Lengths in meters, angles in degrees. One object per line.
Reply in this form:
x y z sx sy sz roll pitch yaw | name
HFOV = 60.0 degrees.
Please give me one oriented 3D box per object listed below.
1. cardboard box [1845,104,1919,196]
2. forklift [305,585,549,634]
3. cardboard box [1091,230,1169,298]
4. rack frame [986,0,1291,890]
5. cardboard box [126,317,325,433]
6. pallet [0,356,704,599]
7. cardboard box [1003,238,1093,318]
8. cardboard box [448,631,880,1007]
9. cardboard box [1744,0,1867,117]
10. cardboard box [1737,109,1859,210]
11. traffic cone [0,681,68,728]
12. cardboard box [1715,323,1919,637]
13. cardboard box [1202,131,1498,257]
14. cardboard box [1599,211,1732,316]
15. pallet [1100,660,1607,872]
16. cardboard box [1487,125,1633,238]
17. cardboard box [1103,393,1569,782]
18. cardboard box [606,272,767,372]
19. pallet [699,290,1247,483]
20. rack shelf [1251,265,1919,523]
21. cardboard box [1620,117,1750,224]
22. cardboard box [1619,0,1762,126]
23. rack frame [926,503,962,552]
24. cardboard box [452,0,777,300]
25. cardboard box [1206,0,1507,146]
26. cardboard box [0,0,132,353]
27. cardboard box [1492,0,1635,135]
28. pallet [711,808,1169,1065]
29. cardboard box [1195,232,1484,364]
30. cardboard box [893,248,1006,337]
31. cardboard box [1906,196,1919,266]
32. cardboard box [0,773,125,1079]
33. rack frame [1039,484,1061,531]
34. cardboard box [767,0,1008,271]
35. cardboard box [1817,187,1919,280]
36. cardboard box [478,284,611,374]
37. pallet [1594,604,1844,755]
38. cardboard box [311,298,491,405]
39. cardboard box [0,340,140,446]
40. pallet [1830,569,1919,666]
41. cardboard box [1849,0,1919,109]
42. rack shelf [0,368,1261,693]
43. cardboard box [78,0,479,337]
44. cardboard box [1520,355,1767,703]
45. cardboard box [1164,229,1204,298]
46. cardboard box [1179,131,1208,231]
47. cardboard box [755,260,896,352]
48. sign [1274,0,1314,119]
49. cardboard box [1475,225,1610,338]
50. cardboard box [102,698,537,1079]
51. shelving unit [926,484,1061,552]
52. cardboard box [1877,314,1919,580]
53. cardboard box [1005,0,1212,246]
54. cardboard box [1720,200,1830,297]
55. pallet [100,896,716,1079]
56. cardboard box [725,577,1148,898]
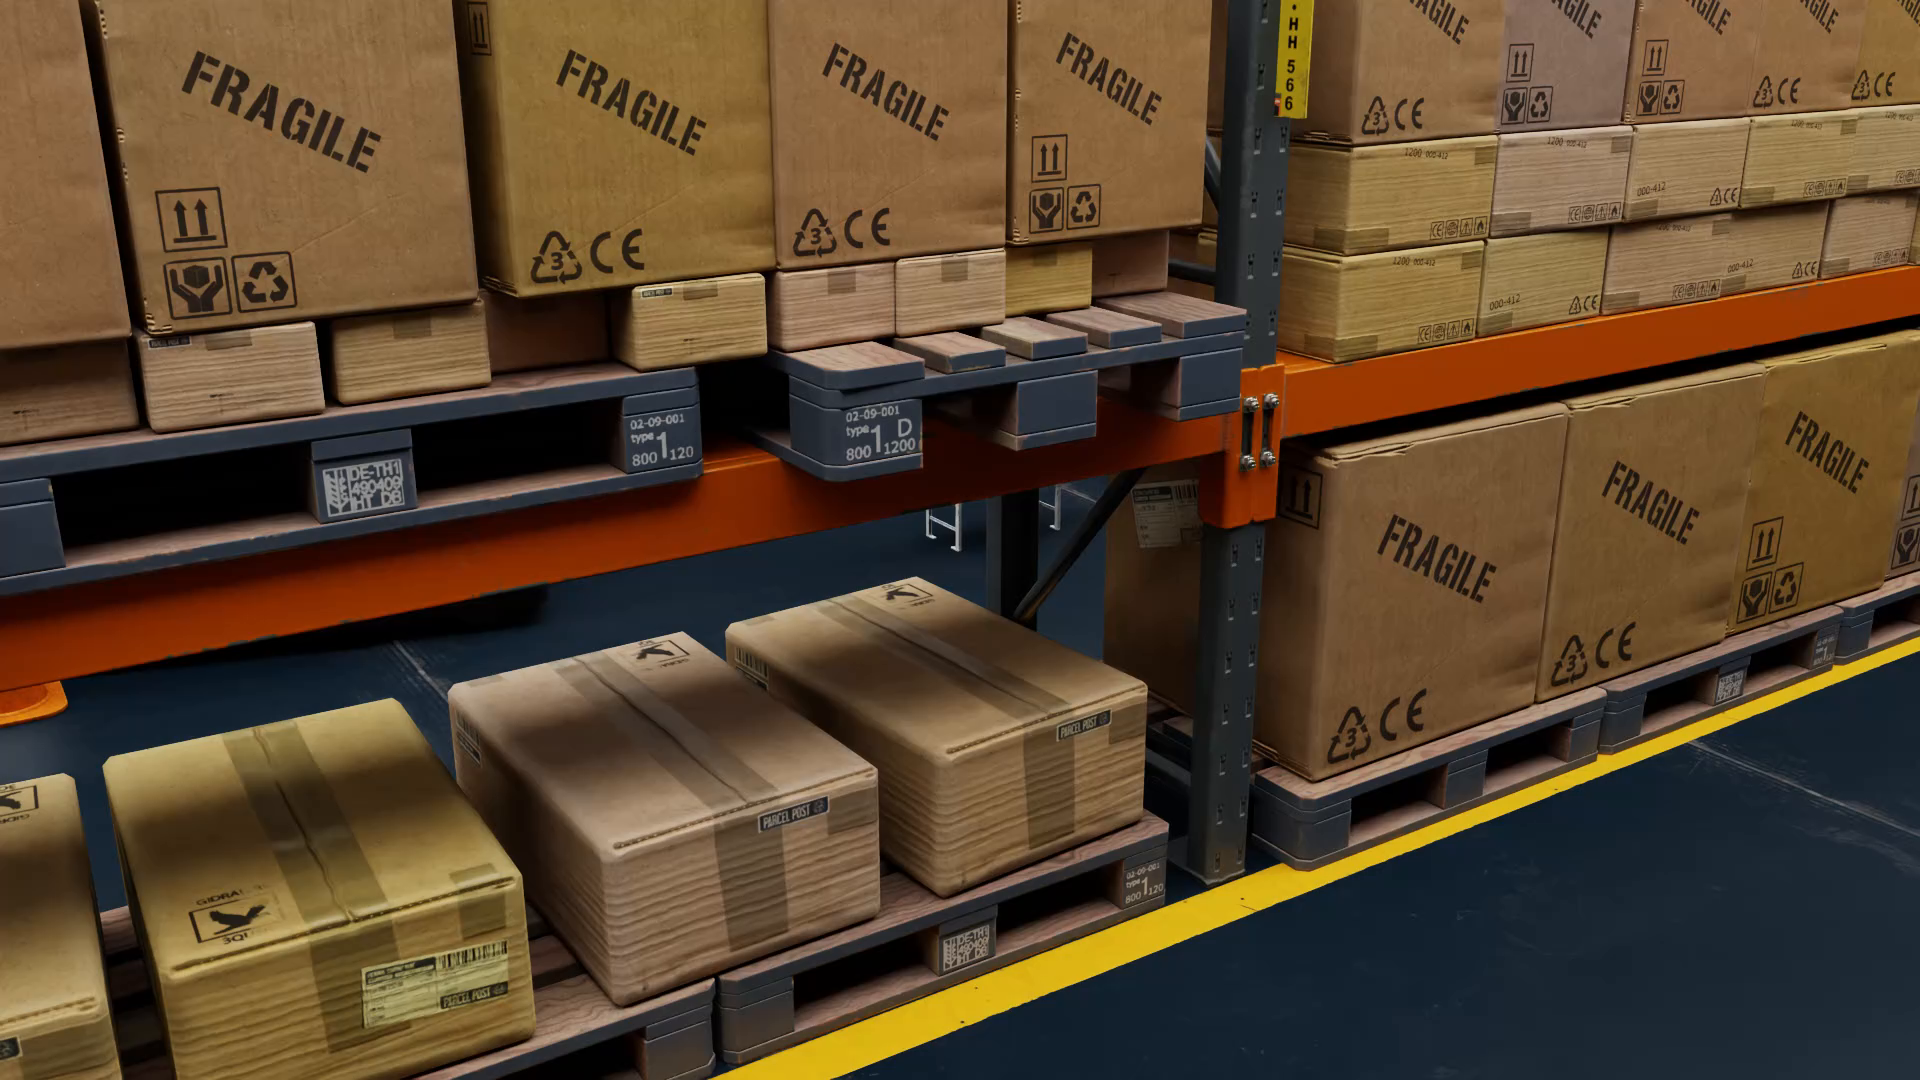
2.662 -1.236 5.171 0.500 0.250 0.500 -11 22 -30 | cardboard box
-3.038 -1.106 5.440 3.031 2.935 1.130 -6 20 -16 | forklift
0.254 -0.651 3.722 0.250 0.149 0.380 -11 22 -29 | cardboard box
0.398 -0.691 4.106 0.127 3.000 1.000 -12 22 -31 | rack frame
-1.203 -0.302 2.690 0.250 0.149 0.380 -11 22 -29 | cardboard box
-1.233 -0.241 3.073 1.213 0.211 1.003 -12 22 -31 | pallet
0.070 -0.584 3.525 0.250 0.149 0.380 -12 22 -31 | cardboard box
-0.691 0.584 3.783 0.625 0.372 0.950 -12 22 -32 | cardboard box
2.217 -1.499 4.777 0.500 0.500 0.500 -12 22 -31 | cardboard box
2.243 -1.141 4.891 0.500 0.250 0.500 -11 22 -30 | cardboard box
-2.985 0.304 5.124 0.334 0.463 0.336 -12 22 -31 | traffic cone
2.515 -0.297 5.600 0.875 0.875 0.875 -11 22 -30 | cardboard box
0.957 -0.880 4.119 0.500 0.250 0.500 -12 22 -32 | cardboard box
1.806 -0.825 4.736 0.500 0.250 0.500 -11 22 -30 | cardboard box
1.098 0.511 4.904 1.213 0.211 1.003 -12 22 -31 | pallet
1.389 -0.971 4.387 0.500 0.250 0.500 -11 22 -30 | cardboard box
1.021 0.017 4.673 0.875 0.875 0.875 -12 22 -32 | cardboard box
-0.553 -0.433 3.079 0.250 0.149 0.380 -11 22 -30 | cardboard box
-0.138 -0.446 3.681 1.003 0.211 1.213 -12 22 -31 | pallet
2.068 -0.703 5.263 4.000 0.370 1.077 -12 22 -31 | rack shelf
1.812 -1.056 4.637 0.500 0.250 0.500 -12 22 -32 | cardboard box
1.794 -1.411 4.517 0.500 0.500 0.500 -11 22 -30 | cardboard box
-0.066 -0.555 6.512 0.015 1.200 0.240 -12 22 -31 | rack frame
-0.675 -0.741 2.977 0.500 0.500 0.500 -14 23 -35 | cardboard box
0.945 -1.234 3.994 0.500 0.500 0.500 -13 22 -33 | cardboard box
-1.555 -0.552 2.417 0.500 0.500 0.500 -12 22 -32 | cardboard box
1.353 -1.324 4.260 0.500 0.500 0.500 -12 22 -31 | cardboard box
-0.255 0.767 4.147 1.213 0.211 1.003 -12 22 -31 | pallet
0.945 -0.639 4.186 0.500 0.250 0.500 -12 22 -32 | cardboard box
-0.116 -0.528 3.359 0.250 0.149 0.380 -12 22 -32 | cardboard box
3.077 -1.089 5.517 0.500 0.250 0.500 -12 22 -32 | cardboard box
-1.907 0.839 3.028 0.625 0.372 0.950 -10 21 -28 | cardboard box
0.342 -0.641 6.766 0.015 1.200 0.240 -12 22 -31 | rack frame
-0.254 -0.830 3.240 0.500 0.500 0.500 -12 22 -32 | cardboard box
2.645 -1.005 5.269 0.500 0.250 0.500 -13 22 -33 | cardboard box
-0.832 -0.423 3.048 0.250 0.149 0.380 -12 22 -31 | cardboard box
2.116 0.297 5.536 1.213 0.211 1.003 -12 22 -31 | pallet
-0.997 -0.357 2.852 0.250 0.149 0.380 -13 22 -33 | cardboard box
-1.454 -0.269 2.593 0.250 0.149 0.380 -12 22 -31 | cardboard box
3.136 0.081 6.175 1.213 0.211 1.003 -12 22 -31 | pallet
2.642 -1.594 5.059 0.500 0.500 0.500 -11 22 -30 | cardboard box
-1.272 0.002 3.179 4.000 0.370 1.077 -12 22 -31 | rack shelf
-1.132 -0.645 2.693 0.500 0.500 0.500 -13 23 -34 | cardboard box
1.768 -0.139 5.135 0.875 0.875 0.875 -12 22 -31 | cardboard box
0.678 -0.779 4.599 0.500 0.250 0.500 -13 23 -33 | cardboard box
0.663 -1.010 4.504 0.500 0.250 0.500 -12 22 -32 | cardboard box
-0.331 -0.485 3.234 0.250 0.149 0.380 -13 23 -34 | cardboard box
0.704 -1.059 3.509 0.005 0.325 0.100 -12 22 -31 | sign
1.364 -0.734 4.468 0.500 0.250 0.500 -13 22 -33 | cardboard box
-1.328 0.716 3.392 0.625 0.372 0.950 -11 22 -30 | cardboard box
0.138 -0.598 6.639 0.503 1.200 0.258 -12 22 -31 | shelving unit
3.265 -0.458 6.077 0.875 0.875 0.875 -11 22 -30 | cardboard box
0.171 -0.924 3.519 0.500 0.500 0.500 -13 22 -33 | cardboard box
2.216 -0.913 4.996 0.500 0.250 0.500 -12 22 -31 | cardboard box
-1.273 0.980 3.515 1.213 0.211 1.003 -12 22 -31 | pallet
-0.079 0.451 4.173 0.625 0.372 0.950 -14 23 -35 | cardboard box
